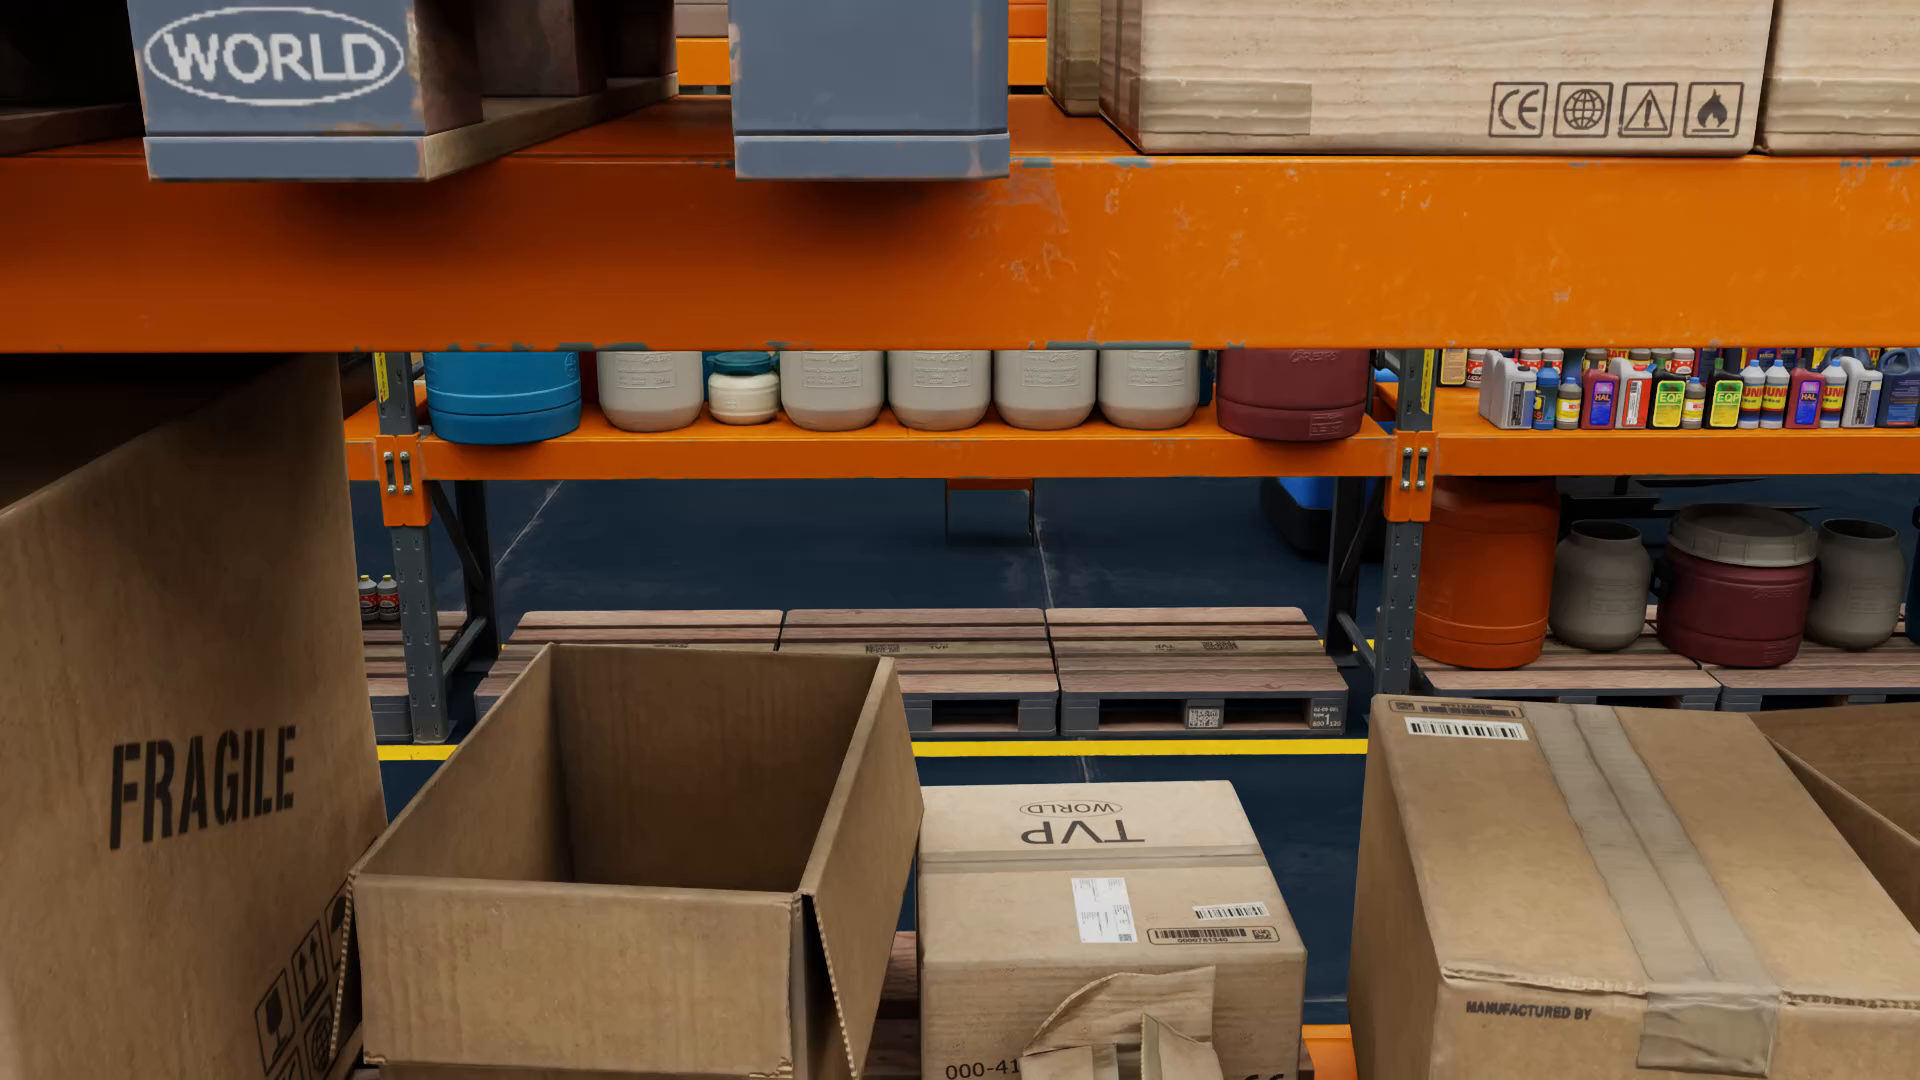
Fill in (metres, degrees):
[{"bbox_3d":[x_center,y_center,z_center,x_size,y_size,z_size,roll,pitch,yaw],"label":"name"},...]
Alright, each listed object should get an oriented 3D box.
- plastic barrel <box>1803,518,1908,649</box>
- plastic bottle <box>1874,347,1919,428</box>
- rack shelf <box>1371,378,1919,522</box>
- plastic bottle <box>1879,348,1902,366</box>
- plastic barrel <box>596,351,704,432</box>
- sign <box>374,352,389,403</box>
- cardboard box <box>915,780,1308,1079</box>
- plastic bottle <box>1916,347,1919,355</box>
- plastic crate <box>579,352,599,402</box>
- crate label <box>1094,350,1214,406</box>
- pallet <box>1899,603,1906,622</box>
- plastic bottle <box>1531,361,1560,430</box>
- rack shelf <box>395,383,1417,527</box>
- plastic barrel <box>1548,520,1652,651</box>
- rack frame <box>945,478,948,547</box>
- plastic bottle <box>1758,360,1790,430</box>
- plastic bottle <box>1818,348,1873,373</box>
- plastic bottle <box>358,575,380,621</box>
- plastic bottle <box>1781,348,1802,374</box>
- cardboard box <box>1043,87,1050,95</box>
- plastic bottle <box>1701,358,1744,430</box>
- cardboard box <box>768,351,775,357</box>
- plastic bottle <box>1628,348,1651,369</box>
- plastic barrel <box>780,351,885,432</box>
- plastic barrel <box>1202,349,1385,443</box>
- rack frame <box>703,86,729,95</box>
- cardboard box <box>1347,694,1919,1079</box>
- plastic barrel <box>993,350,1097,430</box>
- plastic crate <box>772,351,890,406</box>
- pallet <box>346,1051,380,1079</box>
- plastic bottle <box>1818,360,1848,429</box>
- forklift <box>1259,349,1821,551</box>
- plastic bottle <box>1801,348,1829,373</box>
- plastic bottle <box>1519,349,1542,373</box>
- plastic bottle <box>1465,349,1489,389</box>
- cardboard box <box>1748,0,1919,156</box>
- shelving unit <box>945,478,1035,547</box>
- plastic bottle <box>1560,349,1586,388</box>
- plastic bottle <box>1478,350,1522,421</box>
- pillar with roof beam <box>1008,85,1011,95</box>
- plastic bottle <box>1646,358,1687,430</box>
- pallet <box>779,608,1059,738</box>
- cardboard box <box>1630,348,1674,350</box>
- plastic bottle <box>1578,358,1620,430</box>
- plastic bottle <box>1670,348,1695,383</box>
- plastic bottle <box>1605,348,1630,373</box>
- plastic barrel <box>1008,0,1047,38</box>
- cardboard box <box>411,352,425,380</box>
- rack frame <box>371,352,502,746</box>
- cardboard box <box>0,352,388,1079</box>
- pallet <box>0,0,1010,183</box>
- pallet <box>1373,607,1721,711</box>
[{"bbox_3d":[3.971,0.193,7.419,0.421,0.512,0.421,0,18,0],"label":"plastic barrel"},{"bbox_3d":[3.774,-0.634,6.695,0.185,0.351,0.144,0,18,-1],"label":"plastic bottle"},{"bbox_3d":[3.790,-0.415,7.109,4.000,0.370,1.077,0,18,-1],"label":"rack shelf"},{"bbox_3d":[4.163,-0.817,7.387,0.135,0.276,0.152,0,18,-1],"label":"plastic bottle"},{"bbox_3d":[-1.249,-0.731,6.694,0.433,0.535,0.433,0,18,0],"label":"plastic barrel"},{"bbox_3d":[-2.212,-0.693,6.343,0.005,0.325,0.100,0,18,-1],"label":"sign"},{"bbox_3d":[0.189,0.574,2.406,0.500,0.250,0.500,-1,18,-2],"label":"cardboard box"},{"bbox_3d":[4.184,-0.744,7.280,0.097,0.201,0.097,0,18,0],"label":"plastic bottle"},{"bbox_3d":[-1.730,-0.855,7.198,0.583,0.464,0.402,0,18,-1],"label":"plastic crate"},{"bbox_3d":[0.792,-0.843,7.207,0.616,0.435,0.502,0,18,-1],"label":"crate label"},{"bbox_3d":[5.017,0.551,7.484,1.213,0.211,1.003,0,18,-1],"label":"pallet"},{"bbox_3d":[2.344,-0.583,6.664,0.097,0.271,0.097,0,18,0],"label":"plastic bottle"},{"bbox_3d":[-0.210,-0.396,7.049,4.000,0.370,1.077,0,18,-1],"label":"rack shelf"},{"bbox_3d":[2.842,0.199,7.403,0.421,0.512,0.421,0,18,0],"label":"plastic barrel"},{"bbox_3d":[-0.078,-0.571,9.363,0.015,1.200,0.240,0,18,-1],"label":"rack frame"},{"bbox_3d":[3.268,-0.587,6.677,0.097,0.271,0.097,0,18,0],"label":"plastic bottle"},{"bbox_3d":[3.637,-0.680,6.838,0.185,0.351,0.144,0,18,-1],"label":"plastic bottle"},{"bbox_3d":[-2.738,0.263,7.679,0.097,0.201,0.097,0,18,0],"label":"plastic bottle"},{"bbox_3d":[3.650,-0.813,7.364,0.133,0.283,0.061,0,18,-1],"label":"plastic bottle"},{"bbox_3d":[0.968,-4.323,16.168,0.250,0.149,0.380,-3,18,-10],"label":"cardboard box"},{"bbox_3d":[3.056,-0.586,6.655,0.133,0.283,0.061,0,18,-1],"label":"plastic bottle"},{"bbox_3d":[-1.366,-1.326,11.667,0.500,0.311,0.500,0,18,-2],"label":"cardboard box"},{"bbox_3d":[3.021,-0.784,7.407,0.097,0.201,0.097,0,18,0],"label":"plastic bottle"},{"bbox_3d":[-0.516,-0.735,6.705,0.433,0.535,0.433,0,18,0],"label":"plastic barrel"},{"bbox_3d":[1.331,-0.718,6.653,0.708,0.536,0.600,0,18,-1],"label":"plastic barrel"},{"bbox_3d":[-2.366,-3.755,16.342,0.127,3.000,1.000,0,18,-1],"label":"rack frame"},{"bbox_3d":[0.772,0.565,2.025,0.500,0.500,0.700,2,18,7],"label":"cardboard box"},{"bbox_3d":[0.344,-0.729,6.727,0.421,0.512,0.421,0,18,0],"label":"plastic barrel"},{"bbox_3d":[-0.473,-0.723,7.237,0.662,0.188,0.450,0,18,-1],"label":"plastic crate"},{"bbox_3d":[-1.365,0.916,2.096,1.213,0.211,1.003,0,18,-1],"label":"pallet"},{"bbox_3d":[3.499,-0.588,6.681,0.097,0.271,0.097,0,18,0],"label":"plastic bottle"},{"bbox_3d":[3.339,-1.447,9.260,3.031,2.935,1.130,-1,18,-3],"label":"forklift"},{"bbox_3d":[3.809,-0.852,7.374,0.185,0.351,0.144,0,18,-1],"label":"plastic bottle"},{"bbox_3d":[2.534,-0.782,7.400,0.097,0.201,0.097,0,18,0],"label":"plastic bottle"},{"bbox_3d":[2.304,-0.781,7.396,0.097,0.201,0.097,0,18,0],"label":"plastic bottle"},{"bbox_3d":[0.901,-0.509,1.558,0.500,0.250,0.500,0,18,-1],"label":"cardboard box"},{"bbox_3d":[0.166,-0.572,9.367,0.503,1.200,0.258,0,18,-1],"label":"shelving unit"},{"bbox_3d":[2.729,-0.816,7.392,0.097,0.271,0.097,0,18,0],"label":"plastic bottle"},{"bbox_3d":[2.225,-0.639,6.832,0.135,0.276,0.152,0,18,-1],"label":"plastic bottle"},{"bbox_3d":[0.388,-5.574,12.191,0.400,9.000,9.100,0,18,-1],"label":"pillar with roof beam"},{"bbox_3d":[2.825,-0.585,6.652,0.133,0.283,0.061,0,18,-1],"label":"plastic bottle"},{"bbox_3d":[-0.202,0.576,7.405,1.213,0.211,1.003,0,18,-1],"label":"pallet"},{"bbox_3d":[4.732,-1.210,11.781,0.500,0.500,0.500,0,18,-1],"label":"cardboard box"},{"bbox_3d":[2.557,-0.584,6.648,0.133,0.283,0.061,0,18,-1],"label":"plastic bottle"},{"bbox_3d":[3.216,-0.785,7.410,0.097,0.201,0.097,0,18,0],"label":"plastic bottle"},{"bbox_3d":[2.924,-0.817,7.395,0.097,0.271,0.097,0,18,0],"label":"plastic bottle"},{"bbox_3d":[0.312,-2.440,6.630,0.708,0.830,0.600,0,18,-1],"label":"plastic barrel"},{"bbox_3d":[-3.744,-1.418,11.644,0.500,0.500,0.500,0,18,-1],"label":"cardboard box"},{"bbox_3d":[-2.209,-0.729,6.909,0.127,3.000,1.000,0,18,-1],"label":"rack frame"},{"bbox_3d":[-1.335,0.337,1.917,1.000,1.000,1.000,0,18,0],"label":"cardboard box"},{"bbox_3d":[-0.475,-0.532,1.691,1.003,0.211,1.213,0,18,-1],"label":"pallet"},{"bbox_3d":[2.578,0.563,7.447,1.213,0.211,1.003,0,18,-1],"label":"pallet"}]
